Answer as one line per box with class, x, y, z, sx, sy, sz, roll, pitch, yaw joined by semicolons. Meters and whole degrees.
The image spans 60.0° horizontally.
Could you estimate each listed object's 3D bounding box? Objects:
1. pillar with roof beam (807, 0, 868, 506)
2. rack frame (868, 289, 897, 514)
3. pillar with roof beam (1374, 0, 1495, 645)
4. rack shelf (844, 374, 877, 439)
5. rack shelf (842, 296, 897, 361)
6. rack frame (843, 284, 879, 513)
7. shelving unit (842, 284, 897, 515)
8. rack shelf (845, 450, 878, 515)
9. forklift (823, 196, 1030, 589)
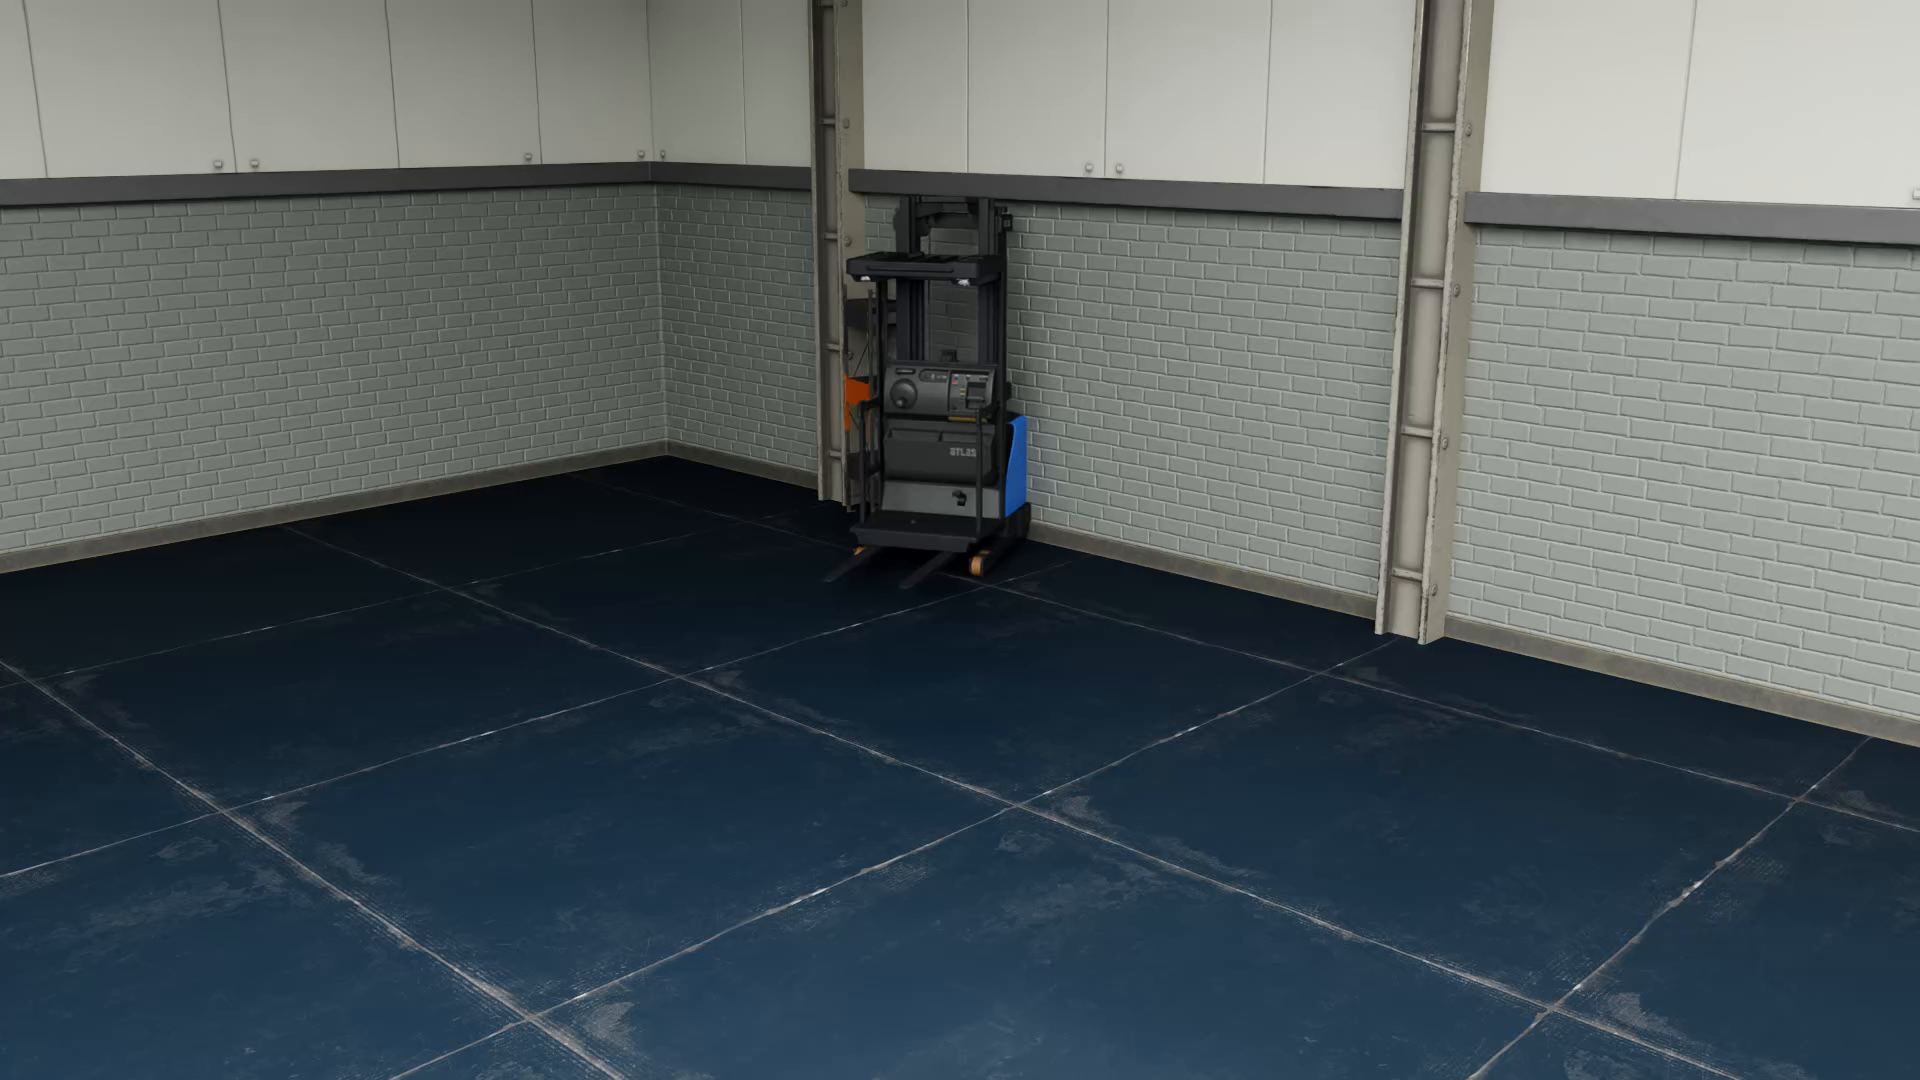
pillar with roof beam;-4.098;-3.953;11.756;0.400;9.000;9.100;14;20;42
rack frame;-0.625;-1.190;14.836;0.400;2.100;0.015;-8;17;-29
pillar with roof beam;0.221;-2.903;7.726;0.400;9.000;9.100;14;20;42
rack shelf;-0.749;-1.230;15.043;0.431;0.518;0.480;-8;17;-29
rack shelf;-0.749;-1.908;14.867;0.431;0.518;0.480;-8;17;-29
rack frame;-0.873;-1.296;15.243;0.400;2.100;0.015;-8;17;-29
shelving unit;-0.749;-1.243;15.040;0.431;2.100;0.503;-8;17;-29
rack shelf;-0.749;-0.553;15.220;0.431;0.518;0.480;-8;17;-29
forklift;-0.235;-1.238;13.371;1.130;2.935;3.031;5;15;18
